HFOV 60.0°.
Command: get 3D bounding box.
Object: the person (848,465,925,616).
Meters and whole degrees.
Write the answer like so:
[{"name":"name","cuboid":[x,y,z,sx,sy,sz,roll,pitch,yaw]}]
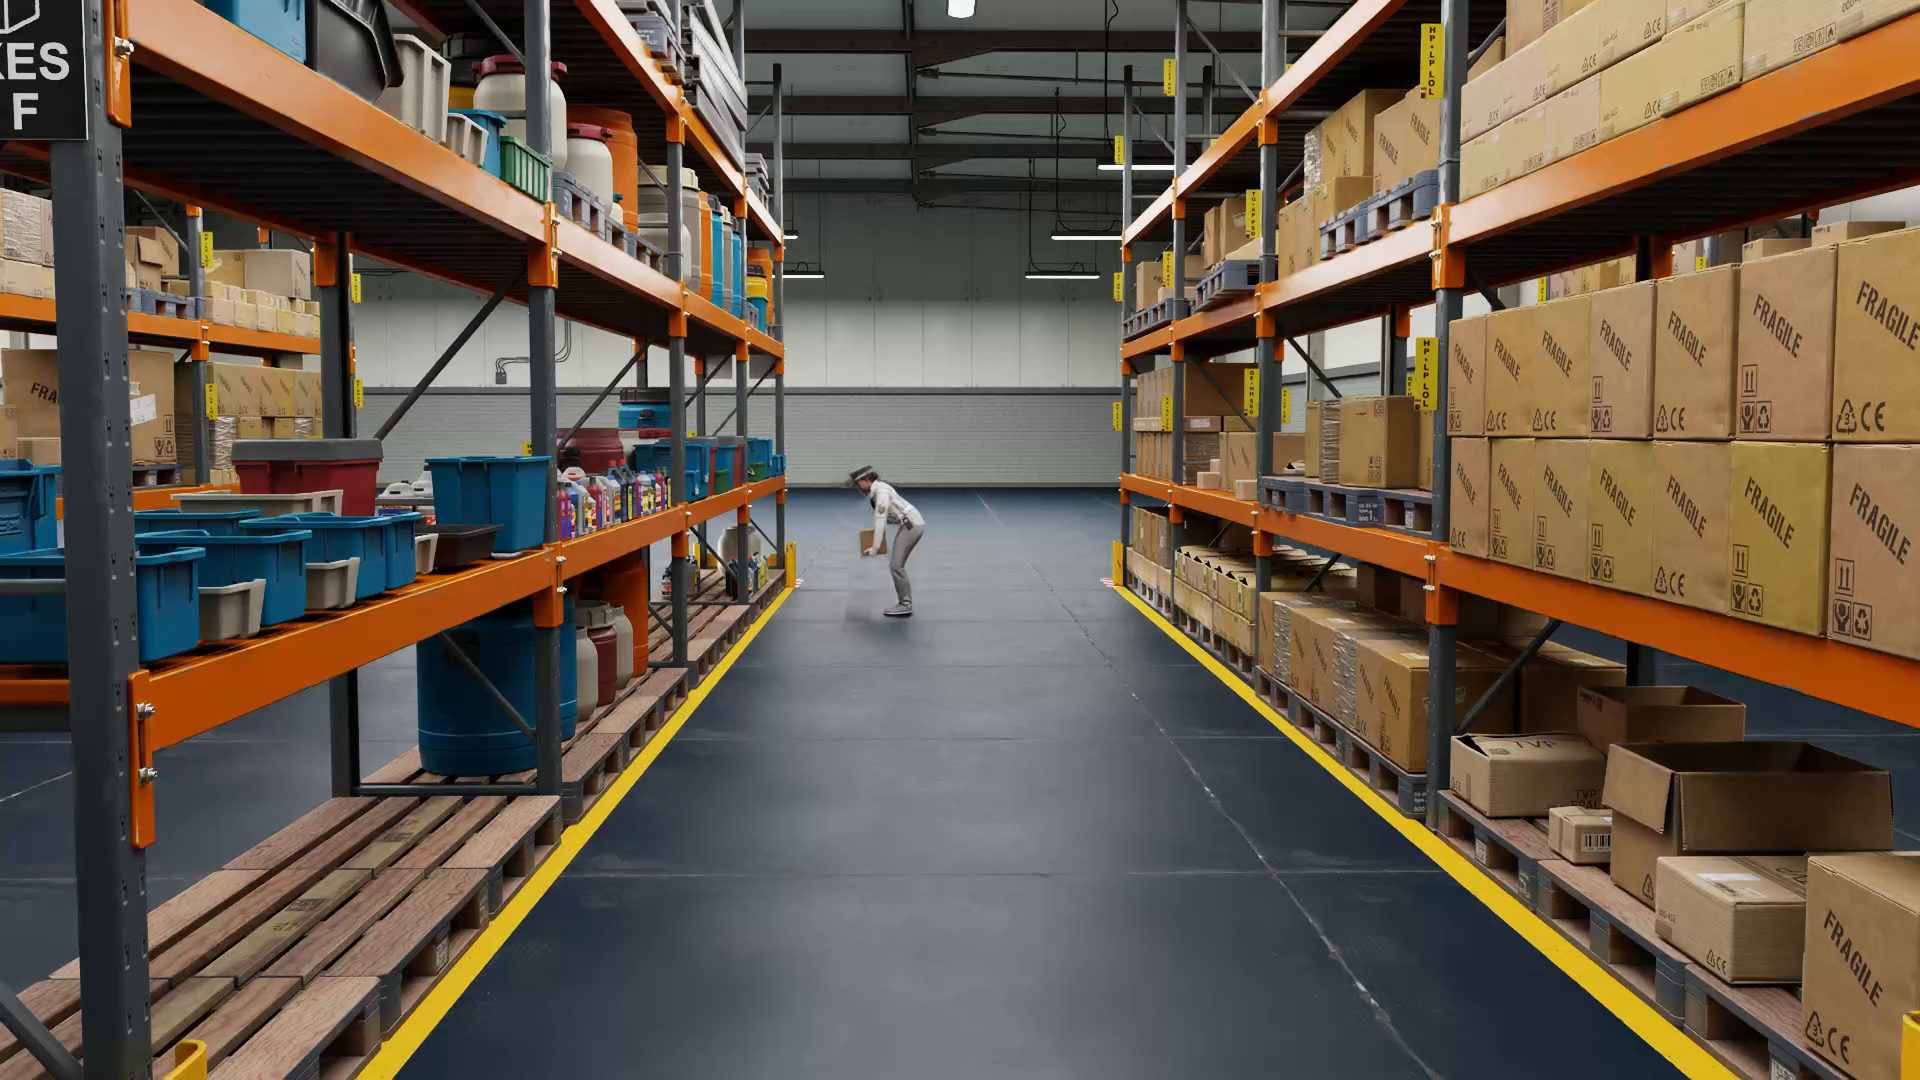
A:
[{"name":"person","cuboid":[-0.720,-0.002,16.414,0.757,1.484,0.405,0,4,-3]}]
